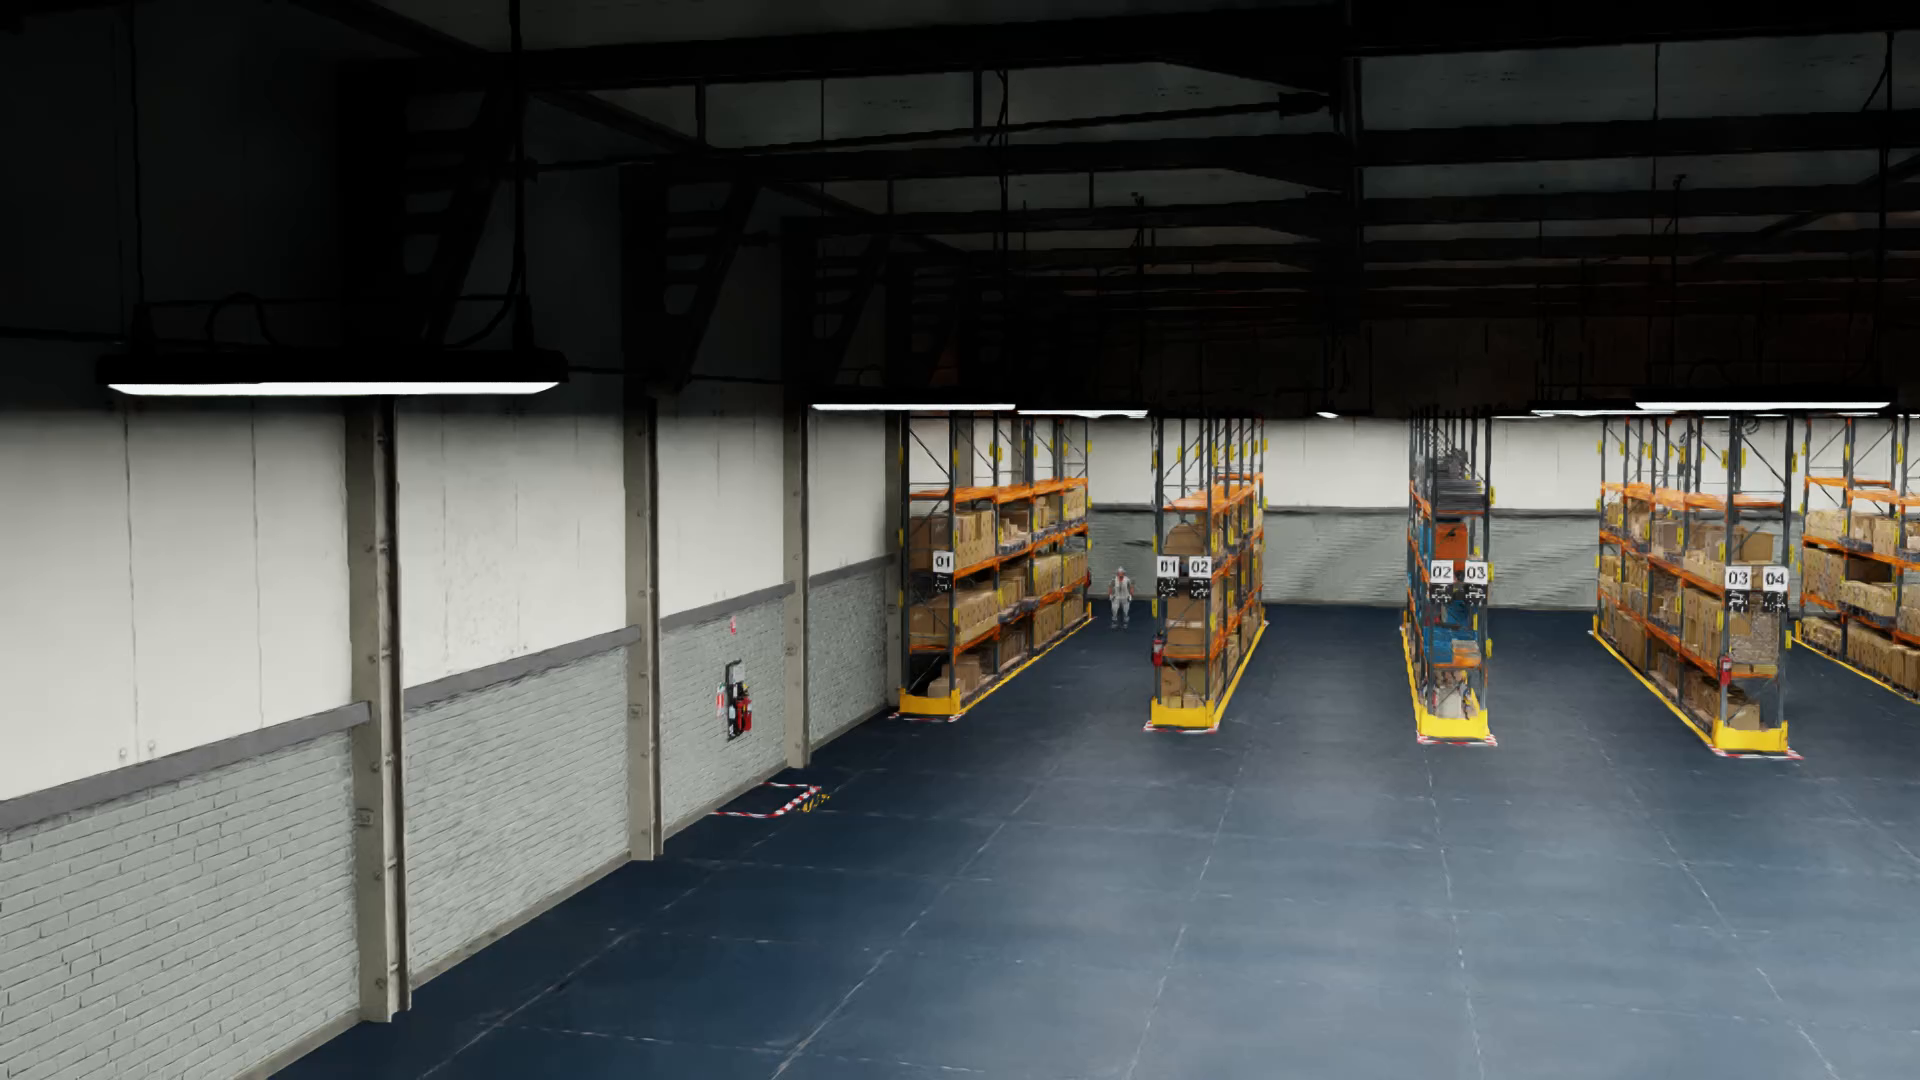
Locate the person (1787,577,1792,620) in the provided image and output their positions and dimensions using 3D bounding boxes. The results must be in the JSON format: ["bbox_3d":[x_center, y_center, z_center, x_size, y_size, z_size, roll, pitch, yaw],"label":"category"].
[{"bbox_3d":[23.351,1.543,47.304,0.534,1.569,0.935,3,5,35],"label":"person"}]

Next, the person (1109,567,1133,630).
[{"bbox_3d":[4.403,1.598,45.511,0.677,1.742,0.552,1,4,12],"label":"person"}]
